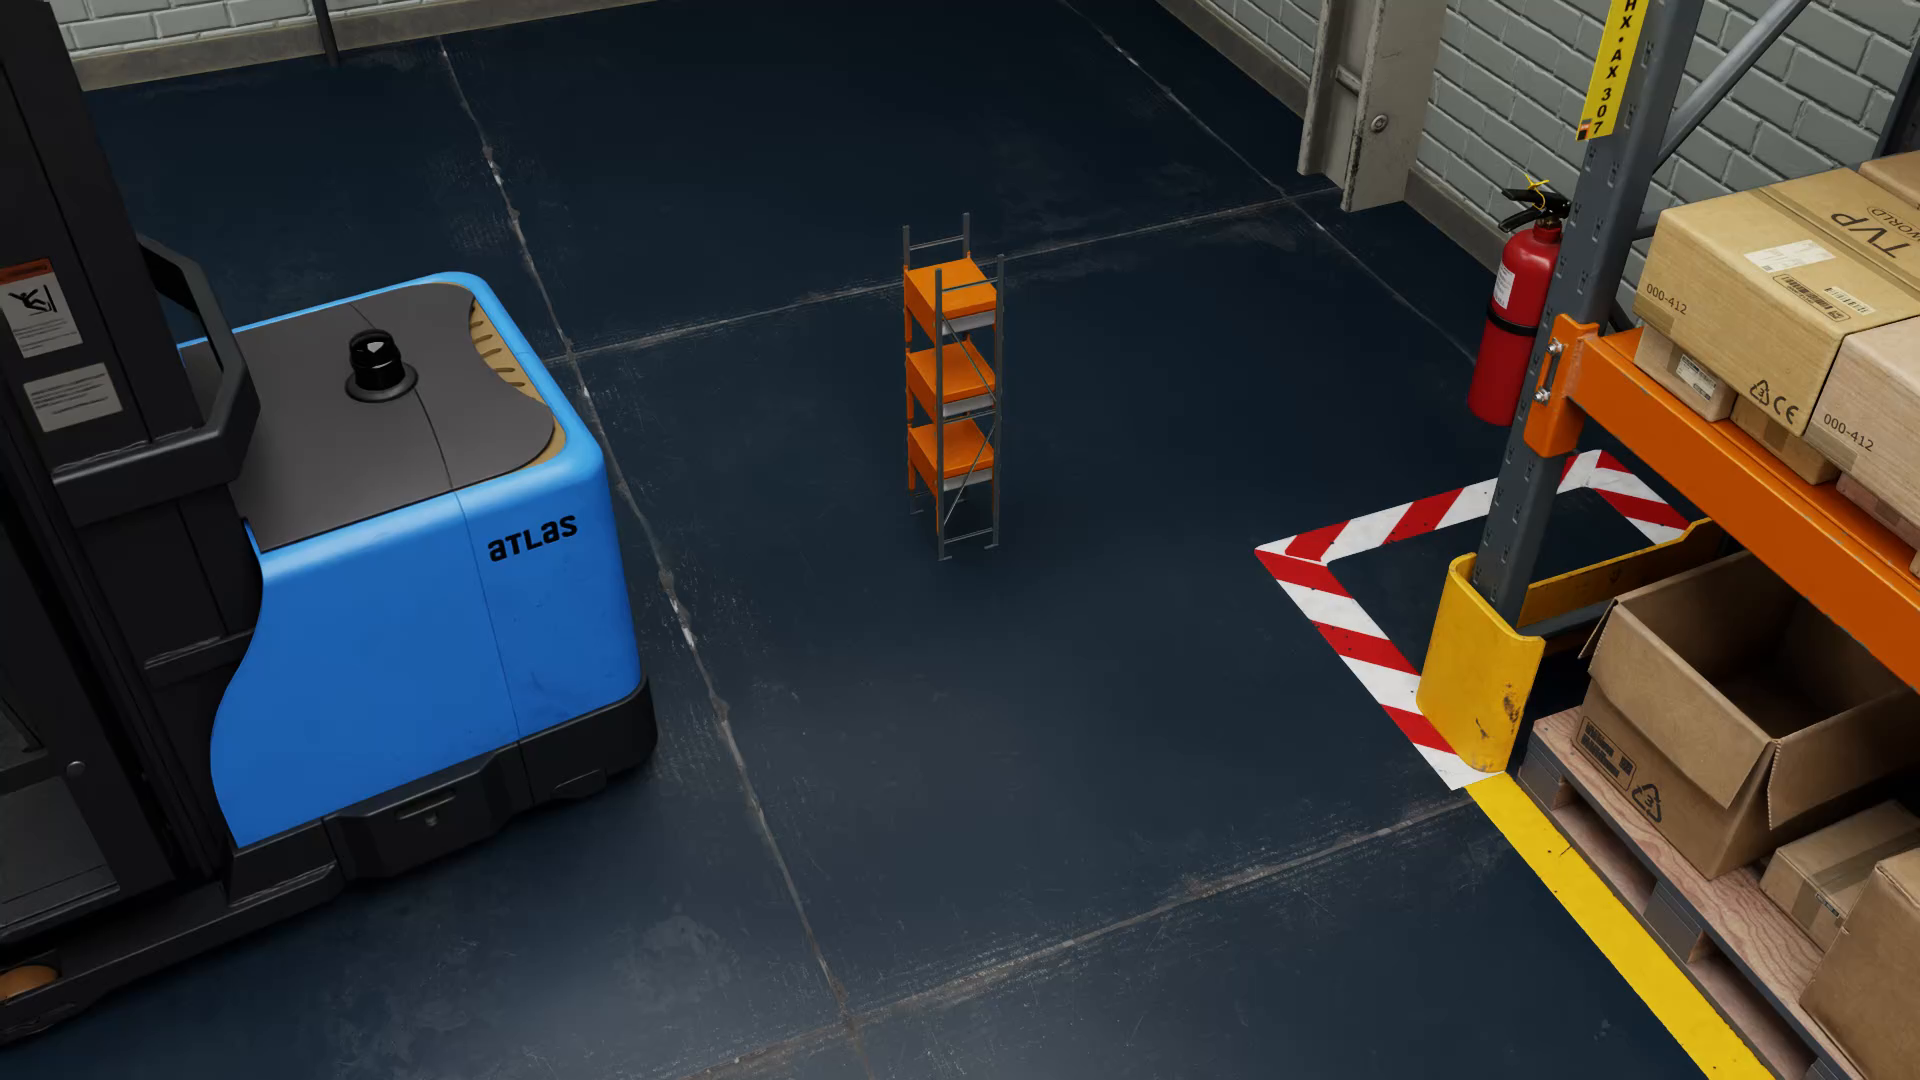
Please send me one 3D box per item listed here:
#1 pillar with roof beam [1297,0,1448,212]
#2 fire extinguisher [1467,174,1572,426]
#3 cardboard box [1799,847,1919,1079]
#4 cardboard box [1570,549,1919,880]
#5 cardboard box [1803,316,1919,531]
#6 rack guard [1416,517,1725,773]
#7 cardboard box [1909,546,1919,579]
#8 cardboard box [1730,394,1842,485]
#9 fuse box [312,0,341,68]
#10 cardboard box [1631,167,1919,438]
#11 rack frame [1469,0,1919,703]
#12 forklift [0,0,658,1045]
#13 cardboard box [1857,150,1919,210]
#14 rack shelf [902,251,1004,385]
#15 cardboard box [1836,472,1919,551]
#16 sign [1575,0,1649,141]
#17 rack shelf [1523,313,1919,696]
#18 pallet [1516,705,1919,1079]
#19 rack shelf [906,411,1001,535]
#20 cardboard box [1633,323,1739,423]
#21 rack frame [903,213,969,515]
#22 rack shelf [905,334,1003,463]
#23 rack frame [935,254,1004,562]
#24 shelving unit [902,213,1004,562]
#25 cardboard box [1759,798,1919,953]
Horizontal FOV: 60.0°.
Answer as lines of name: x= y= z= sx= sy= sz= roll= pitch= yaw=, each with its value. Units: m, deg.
pillar with roof beam: x=-2.327 y=-3.836 z=2.809 sx=9.100 sy=9.000 sz=0.400 roll=-15 pitch=43 yaw=-17
fire extinguisher: x=1.366 y=-0.589 z=3.979 sx=0.296 sy=0.674 sz=0.183 roll=-15 pitch=43 yaw=-17
cardboard box: x=2.287 y=0.919 z=3.476 sx=0.700 sy=0.500 sz=0.500 roll=-13 pitch=42 yaw=-15
cardboard box: x=1.995 y=0.393 z=4.085 sx=0.797 sy=0.503 sz=0.637 roll=-17 pitch=43 yaw=-19
cardboard box: x=1.967 y=-0.198 z=3.066 sx=0.500 sy=0.250 sz=0.500 roll=-15 pitch=43 yaw=-16
rack guard: x=1.878 y=0.208 z=4.625 sx=1.175 sy=0.500 sz=0.348 roll=-15 pitch=43 yaw=-17
cardboard box: x=2.034 y=0.035 z=3.102 sx=0.380 sy=0.149 sz=0.250 roll=-14 pitch=43 yaw=-16
cardboard box: x=1.861 y=-0.283 z=3.471 sx=0.380 sy=0.149 sz=0.250 roll=-14 pitch=43 yaw=-16
fuse box: x=-2.918 y=-2.884 z=7.291 sx=0.539 sy=1.711 sz=0.414 roll=-15 pitch=43 yaw=-17
cardboard box: x=1.774 y=-0.501 z=3.419 sx=0.500 sy=0.250 sz=0.500 roll=-15 pitch=43 yaw=-17
rack frame: x=1.849 y=-0.786 z=3.863 sx=1.000 sy=3.000 sz=0.127 roll=-15 pitch=43 yaw=-17
forklift: x=-2.353 y=-0.285 z=3.333 sx=3.031 sy=2.935 sz=1.130 roll=-21 pitch=45 yaw=-23
cardboard box: x=2.270 y=-0.631 z=3.570 sx=0.500 sy=0.250 sz=0.500 roll=-14 pitch=43 yaw=-16
rack shelf: x=-0.021 y=-0.637 z=4.767 sx=0.215 sy=0.259 sz=0.240 roll=-15 pitch=43 yaw=-17
cardboard box: x=1.994 y=-0.133 z=3.297 sx=0.380 sy=0.149 sz=0.250 roll=-16 pitch=43 yaw=-17
sign: x=1.348 y=-0.979 z=3.424 sx=0.100 sy=0.325 sz=0.005 roll=-15 pitch=43 yaw=-17
rack shelf: x=2.614 y=0.692 z=2.697 sx=1.077 sy=0.370 sz=4.000 roll=-15 pitch=43 yaw=-17
pallet: x=2.184 y=0.797 z=4.161 sx=1.003 sy=0.211 sz=1.213 roll=-15 pitch=43 yaw=-17
rack shelf: x=-0.020 y=-0.212 z=5.133 sx=0.215 sy=0.259 sz=0.240 roll=-15 pitch=43 yaw=-17
cardboard box: x=1.721 y=-0.424 z=3.636 sx=0.380 sy=0.149 sz=0.250 roll=-15 pitch=43 yaw=-17
rack frame: x=-0.067 y=-0.504 z=5.031 sx=0.200 sy=1.050 sz=0.008 roll=-15 pitch=43 yaw=-17
rack shelf: x=-0.020 y=-0.422 z=4.952 sx=0.215 sy=0.259 sz=0.240 roll=-15 pitch=43 yaw=-17
rack frame: x=0.026 y=-0.357 z=4.860 sx=0.200 sy=1.050 sz=0.008 roll=-15 pitch=43 yaw=-17
shelving unit: x=-0.020 y=-0.430 z=4.945 sx=0.215 sy=1.050 sz=0.252 roll=-15 pitch=43 yaw=-17
cardboard box: x=2.122 y=0.793 z=3.891 sx=0.380 sy=0.149 sz=0.250 roll=-17 pitch=43 yaw=-19
